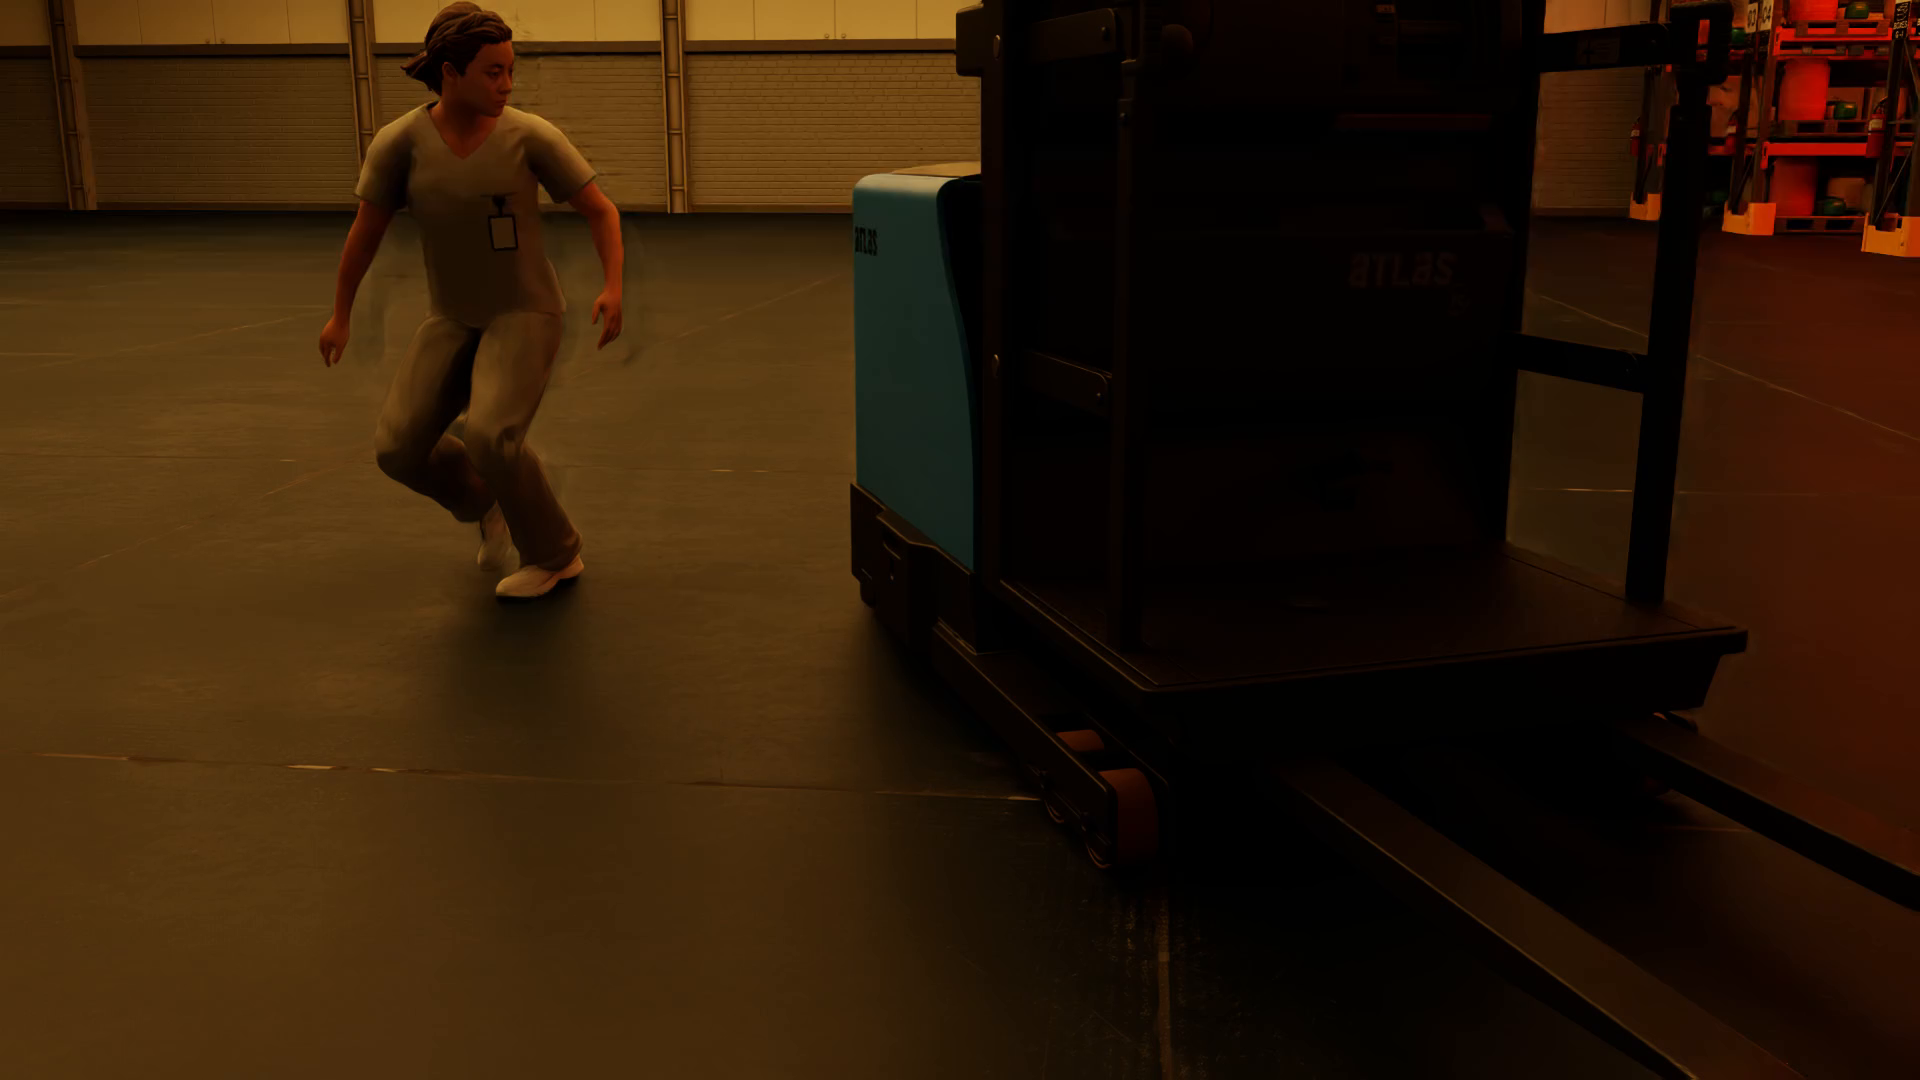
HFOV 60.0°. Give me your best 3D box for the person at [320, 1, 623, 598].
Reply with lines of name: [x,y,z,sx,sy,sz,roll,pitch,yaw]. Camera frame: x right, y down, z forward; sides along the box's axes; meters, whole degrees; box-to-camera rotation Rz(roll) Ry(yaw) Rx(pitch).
person: [-1.242,-0.594,4.273,0.806,1.483,0.570,1,13,4]

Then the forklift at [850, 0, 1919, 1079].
forklift: [0.650,-0.997,2.772,1.130,2.935,3.031,-4,14,-17]
